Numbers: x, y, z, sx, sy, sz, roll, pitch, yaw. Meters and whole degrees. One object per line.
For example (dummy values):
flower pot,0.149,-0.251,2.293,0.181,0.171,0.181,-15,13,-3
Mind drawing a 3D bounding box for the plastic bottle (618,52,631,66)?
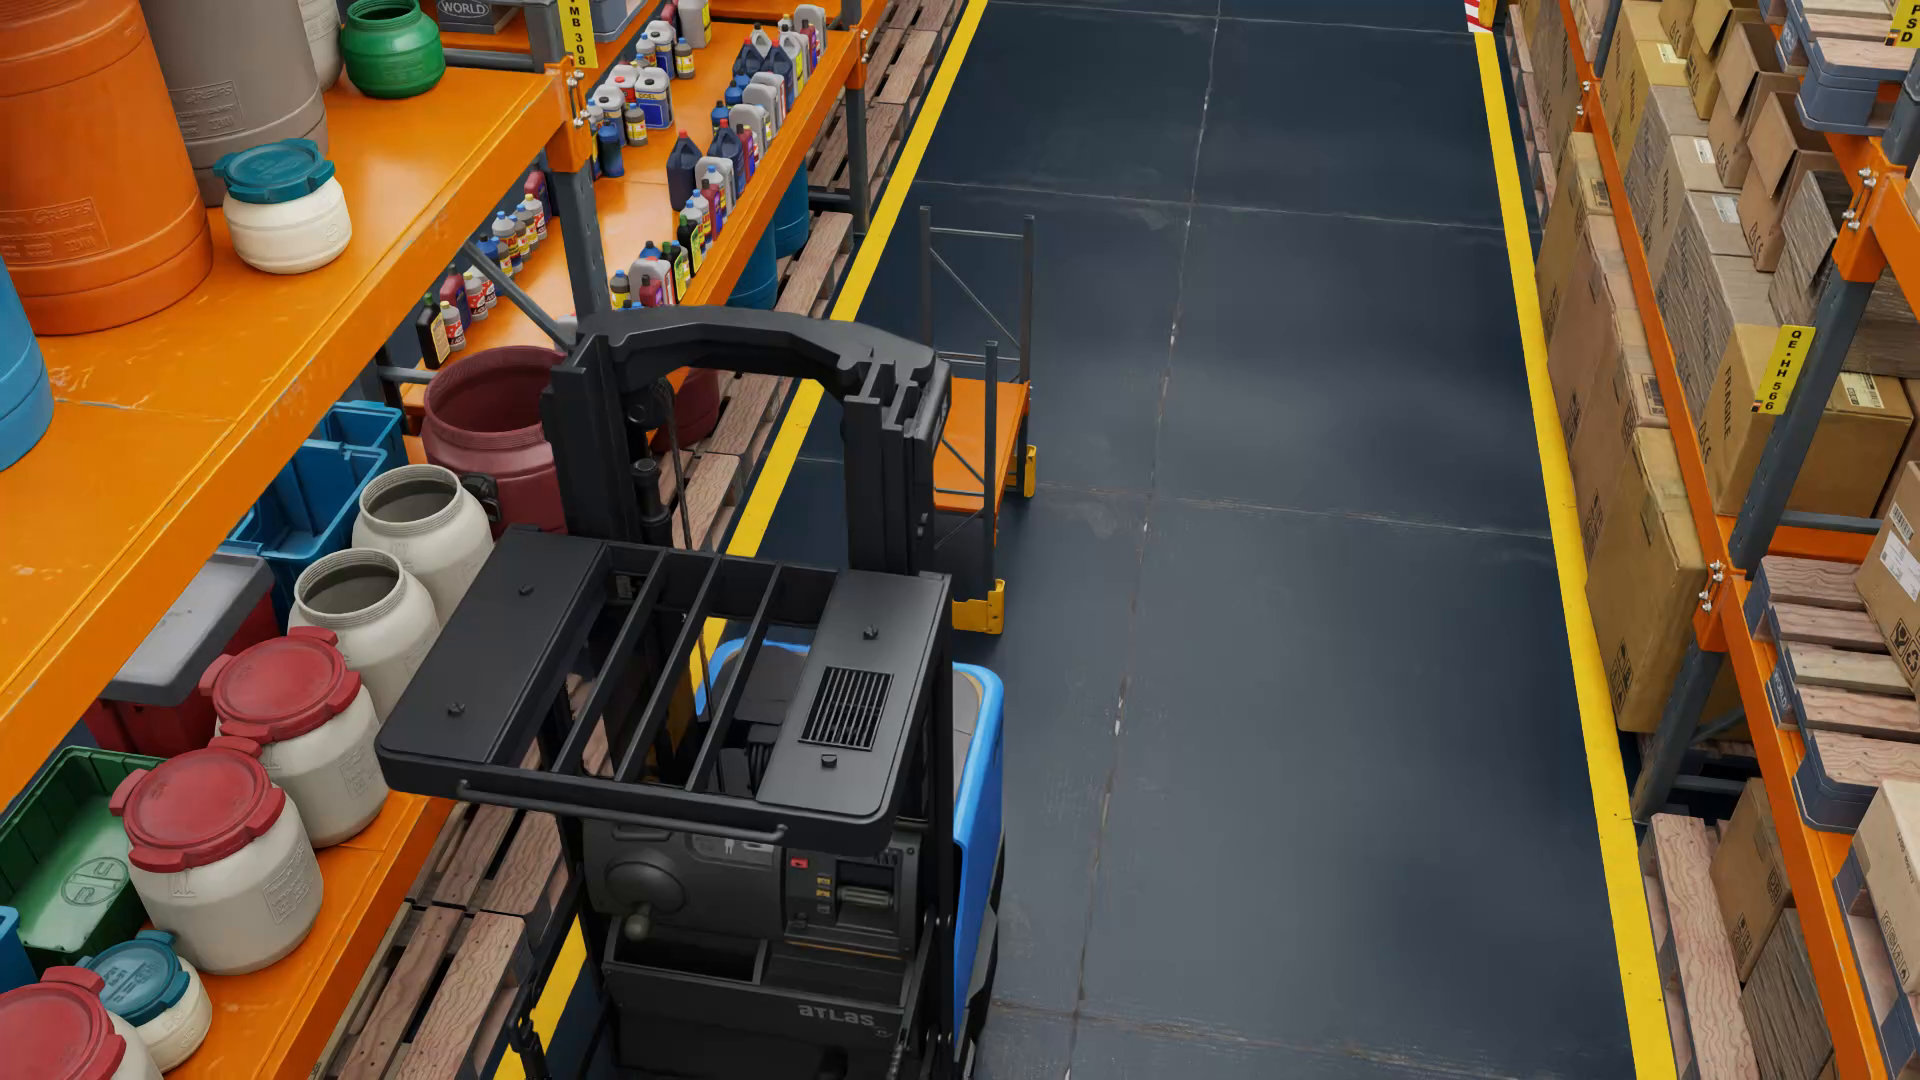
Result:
plastic bottle,-1.690,-2.298,8.364,0.061,0.283,0.133,6,40,8

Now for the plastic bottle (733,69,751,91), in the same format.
plastic bottle,-1.079,-2.207,8.263,0.097,0.271,0.097,0,40,0

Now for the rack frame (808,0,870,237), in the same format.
rack frame,-1.052,-3.083,9.222,1.000,3.000,0.127,6,40,8

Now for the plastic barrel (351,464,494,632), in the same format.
plastic barrel,-1.712,0.053,5.341,0.421,0.512,0.421,0,40,0

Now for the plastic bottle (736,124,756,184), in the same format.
plastic bottle,-1.011,-1.829,7.797,0.061,0.283,0.133,6,40,8

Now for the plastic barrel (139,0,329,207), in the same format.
plastic barrel,-2.100,-1.431,4.476,0.600,0.901,0.600,0,40,0

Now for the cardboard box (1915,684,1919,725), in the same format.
cardboard box,3.082,0.477,4.507,0.700,0.500,0.500,12,41,14

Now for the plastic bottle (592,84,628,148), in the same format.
plastic bottle,-1.708,-2.060,8.082,0.152,0.276,0.135,6,40,8

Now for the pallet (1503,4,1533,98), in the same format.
pallet,4.457,-3.462,11.869,1.003,0.211,1.213,6,40,8

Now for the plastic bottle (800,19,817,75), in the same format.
plastic bottle,-0.797,-2.605,8.735,0.061,0.283,0.133,6,40,8

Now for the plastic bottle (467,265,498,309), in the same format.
plastic bottle,-2.000,-1.074,6.947,0.097,0.201,0.097,0,40,0

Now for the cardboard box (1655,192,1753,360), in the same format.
cardboard box,3.154,-1.041,6.673,0.500,0.500,0.500,5,40,6

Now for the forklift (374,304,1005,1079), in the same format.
forklift,-0.604,1.001,4.336,1.130,2.935,3.031,7,40,8

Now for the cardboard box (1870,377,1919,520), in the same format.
cardboard box,3.486,-0.340,5.826,0.500,0.500,0.500,8,40,9

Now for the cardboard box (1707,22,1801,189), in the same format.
cardboard box,3.501,-1.739,6.731,0.797,0.503,0.637,8,40,9

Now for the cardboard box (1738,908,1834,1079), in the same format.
cardboard box,2.954,1.539,5.248,0.700,0.500,0.500,3,40,4

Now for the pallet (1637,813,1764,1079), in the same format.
pallet,2.997,1.538,5.821,1.003,0.211,1.213,6,40,8

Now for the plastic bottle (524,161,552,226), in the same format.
plastic bottle,-1.897,-1.546,7.455,0.061,0.283,0.133,6,40,8

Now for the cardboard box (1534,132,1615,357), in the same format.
cardboard box,3.735,-1.476,8.616,1.225,0.875,0.875,7,40,8

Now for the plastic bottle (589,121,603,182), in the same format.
plastic bottle,-1.773,-1.867,7.790,0.144,0.351,0.185,6,40,8

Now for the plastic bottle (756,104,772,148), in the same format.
plastic bottle,-0.969,-2.018,8.089,0.097,0.201,0.097,0,40,0

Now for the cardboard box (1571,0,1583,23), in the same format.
cardboard box,3.645,-2.991,9.307,0.380,0.149,0.250,6,40,7

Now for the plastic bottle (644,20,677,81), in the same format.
plastic bottle,-1.571,-2.557,8.683,0.152,0.276,0.135,6,40,8

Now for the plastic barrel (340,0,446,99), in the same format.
plastic barrel,-1.737,-1.509,5.085,0.294,0.245,0.294,0,40,0

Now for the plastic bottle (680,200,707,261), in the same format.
plastic bottle,-1.161,-1.348,7.224,0.097,0.271,0.097,0,40,0

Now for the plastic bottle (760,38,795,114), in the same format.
plastic bottle,-0.921,-2.335,8.356,0.144,0.351,0.185,6,40,8

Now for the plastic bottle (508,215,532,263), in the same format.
plastic bottle,-1.932,-1.318,7.243,0.097,0.201,0.097,0,40,0

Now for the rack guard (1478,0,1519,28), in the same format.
rack guard,4.522,-4.099,12.413,1.175,0.500,0.348,6,40,8

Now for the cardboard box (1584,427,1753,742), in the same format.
cardboard box,3.274,0.199,6.590,1.225,0.875,0.875,5,40,6

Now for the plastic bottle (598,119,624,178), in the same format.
plastic bottle,-1.647,-1.851,7.832,0.097,0.271,0.097,0,40,0

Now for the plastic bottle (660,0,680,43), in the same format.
plastic bottle,-1.559,-2.772,8.937,0.061,0.283,0.133,6,40,8

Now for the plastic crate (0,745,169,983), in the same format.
plastic crate,-2.413,0.895,4.577,0.450,0.188,0.662,6,40,8

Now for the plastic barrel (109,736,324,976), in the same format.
plastic barrel,-1.928,0.848,4.360,0.433,0.535,0.433,0,40,0

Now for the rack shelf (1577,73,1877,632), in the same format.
rack shelf,3.480,-1.005,7.273,1.077,0.370,4.000,6,40,8

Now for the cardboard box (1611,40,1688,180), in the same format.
cardboard box,3.414,-1.999,7.832,0.500,0.500,0.500,6,40,8

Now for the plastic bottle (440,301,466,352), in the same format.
plastic bottle,-2.057,-0.868,6.698,0.097,0.201,0.097,0,40,0

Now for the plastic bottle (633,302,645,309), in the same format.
plastic bottle,-1.287,-0.863,6.693,0.097,0.201,0.097,0,40,0

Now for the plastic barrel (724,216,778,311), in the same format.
plastic barrel,-1.286,-1.653,8.809,0.600,0.901,0.708,6,40,8

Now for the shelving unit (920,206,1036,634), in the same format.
shelving unit,-0.013,-0.530,7.311,0.587,1.500,1.083,6,40,8

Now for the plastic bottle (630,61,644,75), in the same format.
plastic bottle,-1.652,-2.337,8.475,0.097,0.201,0.097,0,40,0

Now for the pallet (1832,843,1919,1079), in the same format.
pallet,2.832,1.294,4.078,1.003,0.211,1.213,6,40,8

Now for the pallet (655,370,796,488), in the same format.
pallet,-1.436,-0.761,8.602,1.003,0.211,1.213,6,40,8

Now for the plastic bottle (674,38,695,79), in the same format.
plastic bottle,-1.445,-2.527,8.705,0.097,0.201,0.097,0,40,0

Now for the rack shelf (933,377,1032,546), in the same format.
rack shelf,-0.015,-0.386,7.419,0.538,0.185,1.000,6,40,8

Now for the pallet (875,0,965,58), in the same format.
pallet,-0.541,-4.006,12.526,1.003,0.211,1.213,6,40,8

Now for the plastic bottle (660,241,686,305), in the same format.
plastic bottle,-1.203,-1.133,6.955,0.061,0.283,0.133,6,40,8

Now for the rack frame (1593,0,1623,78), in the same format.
rack frame,3.826,-2.537,8.562,1.000,3.000,0.127,6,40,8

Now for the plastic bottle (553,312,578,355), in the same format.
plastic bottle,-1.501,-0.778,6.531,0.152,0.276,0.135,6,40,8

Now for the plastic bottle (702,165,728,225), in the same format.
plastic bottle,-1.104,-1.554,7.473,0.097,0.271,0.097,0,40,0

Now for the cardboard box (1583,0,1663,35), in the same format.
cardboard box,3.644,-2.900,8.885,0.500,0.250,0.500,6,40,7

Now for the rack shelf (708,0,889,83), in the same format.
rack shelf,-0.706,-4.061,10.969,1.077,0.370,4.000,6,40,8

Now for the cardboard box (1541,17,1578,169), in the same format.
cardboard box,4.175,-2.850,10.278,0.875,0.875,0.875,6,40,8

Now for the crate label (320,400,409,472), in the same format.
crate label,-2.186,-0.285,5.969,0.303,0.233,0.416,6,40,8

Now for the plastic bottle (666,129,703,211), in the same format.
plastic bottle,-1.253,-1.692,7.578,0.144,0.351,0.185,6,40,8

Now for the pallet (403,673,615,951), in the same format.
pallet,-1.917,0.984,6.491,1.003,0.211,1.213,6,40,8

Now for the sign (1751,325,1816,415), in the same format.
sign,2.587,-0.532,5.228,0.100,0.325,0.005,6,40,8

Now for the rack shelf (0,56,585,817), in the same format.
rack shelf,-2.091,-0.197,3.941,1.077,0.370,4.000,6,40,8
